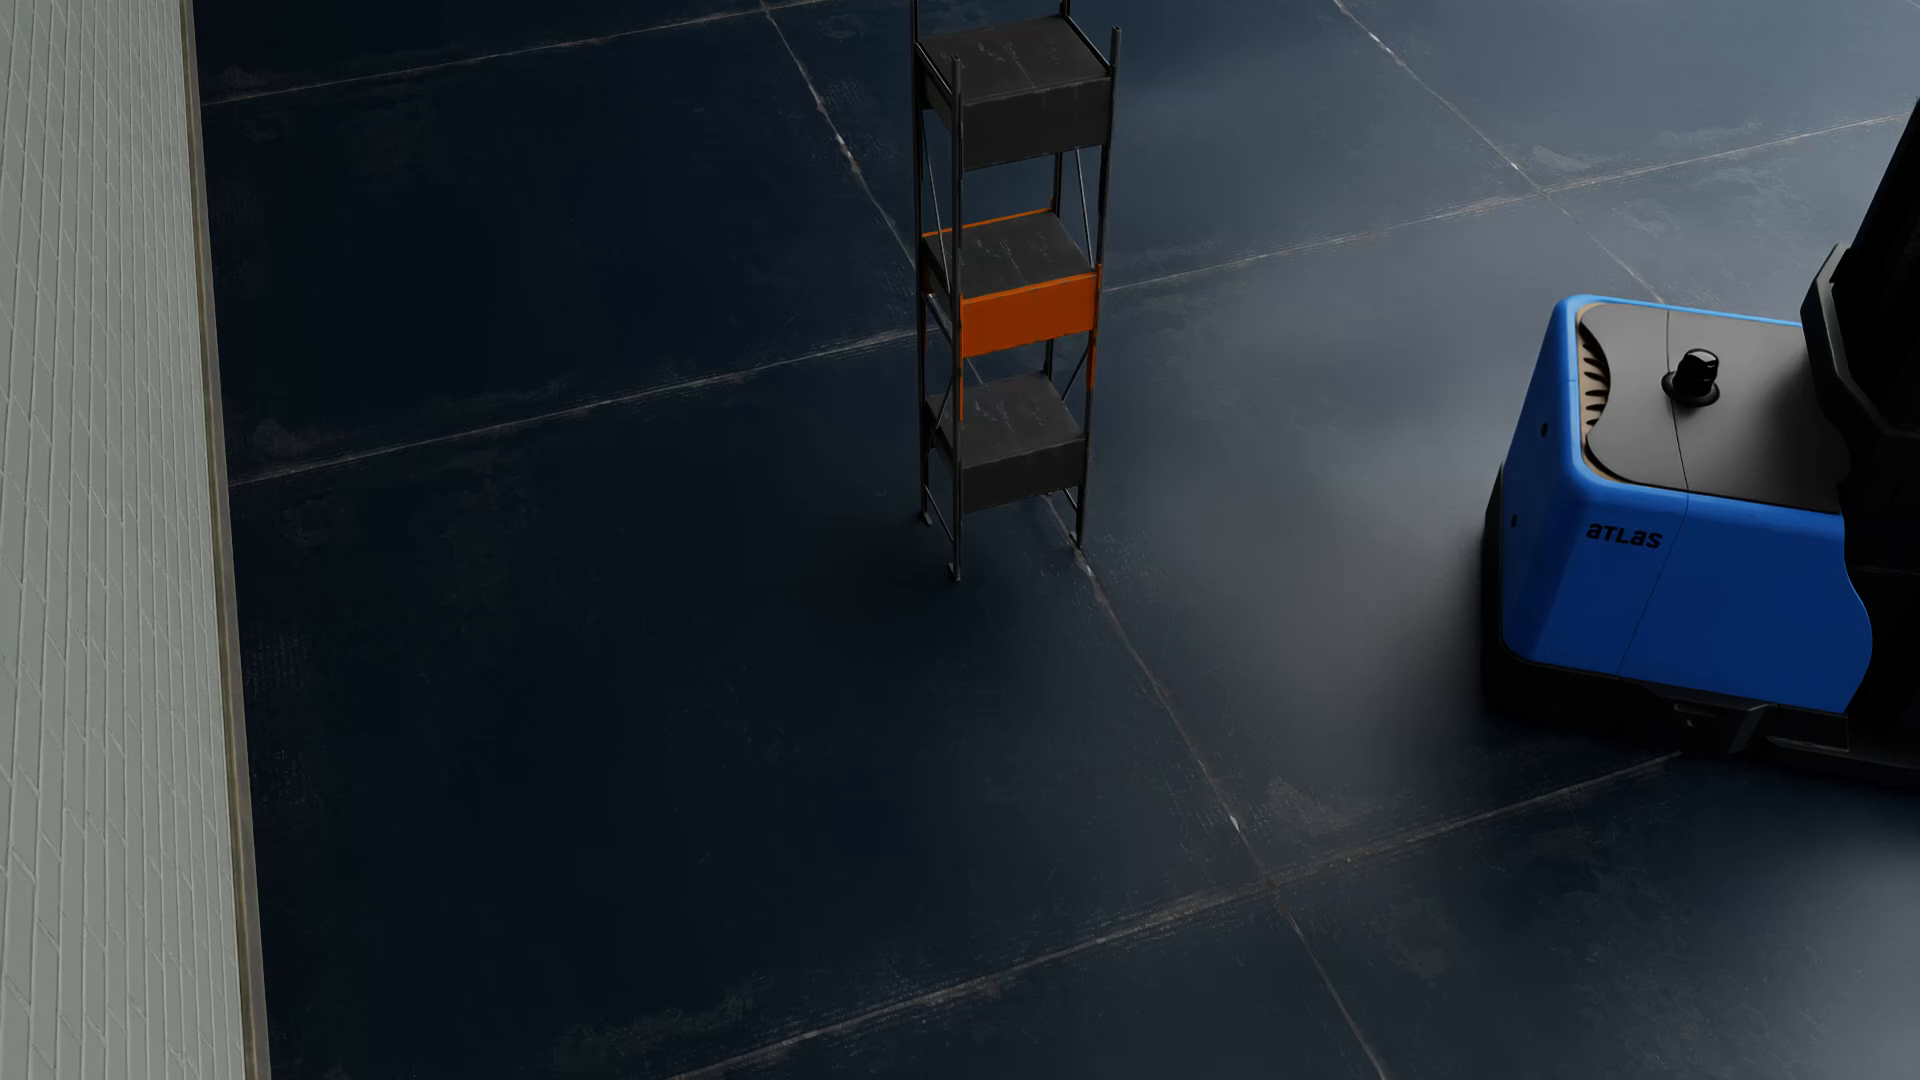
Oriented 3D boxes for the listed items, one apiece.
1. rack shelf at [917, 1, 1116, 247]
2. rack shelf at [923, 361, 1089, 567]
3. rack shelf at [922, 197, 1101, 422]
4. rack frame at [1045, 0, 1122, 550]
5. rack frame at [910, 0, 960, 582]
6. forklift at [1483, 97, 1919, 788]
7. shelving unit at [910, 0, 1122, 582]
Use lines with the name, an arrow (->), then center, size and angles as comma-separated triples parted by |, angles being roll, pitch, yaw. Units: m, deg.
rack shelf -> 0.156, -1.266, 5.060 | 0.480, 0.518, 0.431 | -14, 47, -14
rack shelf -> 0.156, -0.277, 6.051 | 0.480, 0.518, 0.431 | -14, 47, -14
rack shelf -> 0.156, -0.771, 5.556 | 0.480, 0.518, 0.431 | -14, 47, -14
rack frame -> 0.385, -0.840, 5.604 | 0.015, 2.100, 0.400 | -14, 47, -14
rack frame -> -0.074, -0.722, 5.487 | 0.015, 2.100, 0.400 | -14, 47, -14
forklift -> 3.351, -0.543, 4.722 | 3.031, 2.935, 1.130 | 9, 46, 9
shelving unit -> 0.156, -0.781, 5.546 | 0.503, 2.100, 0.431 | -14, 47, -14
